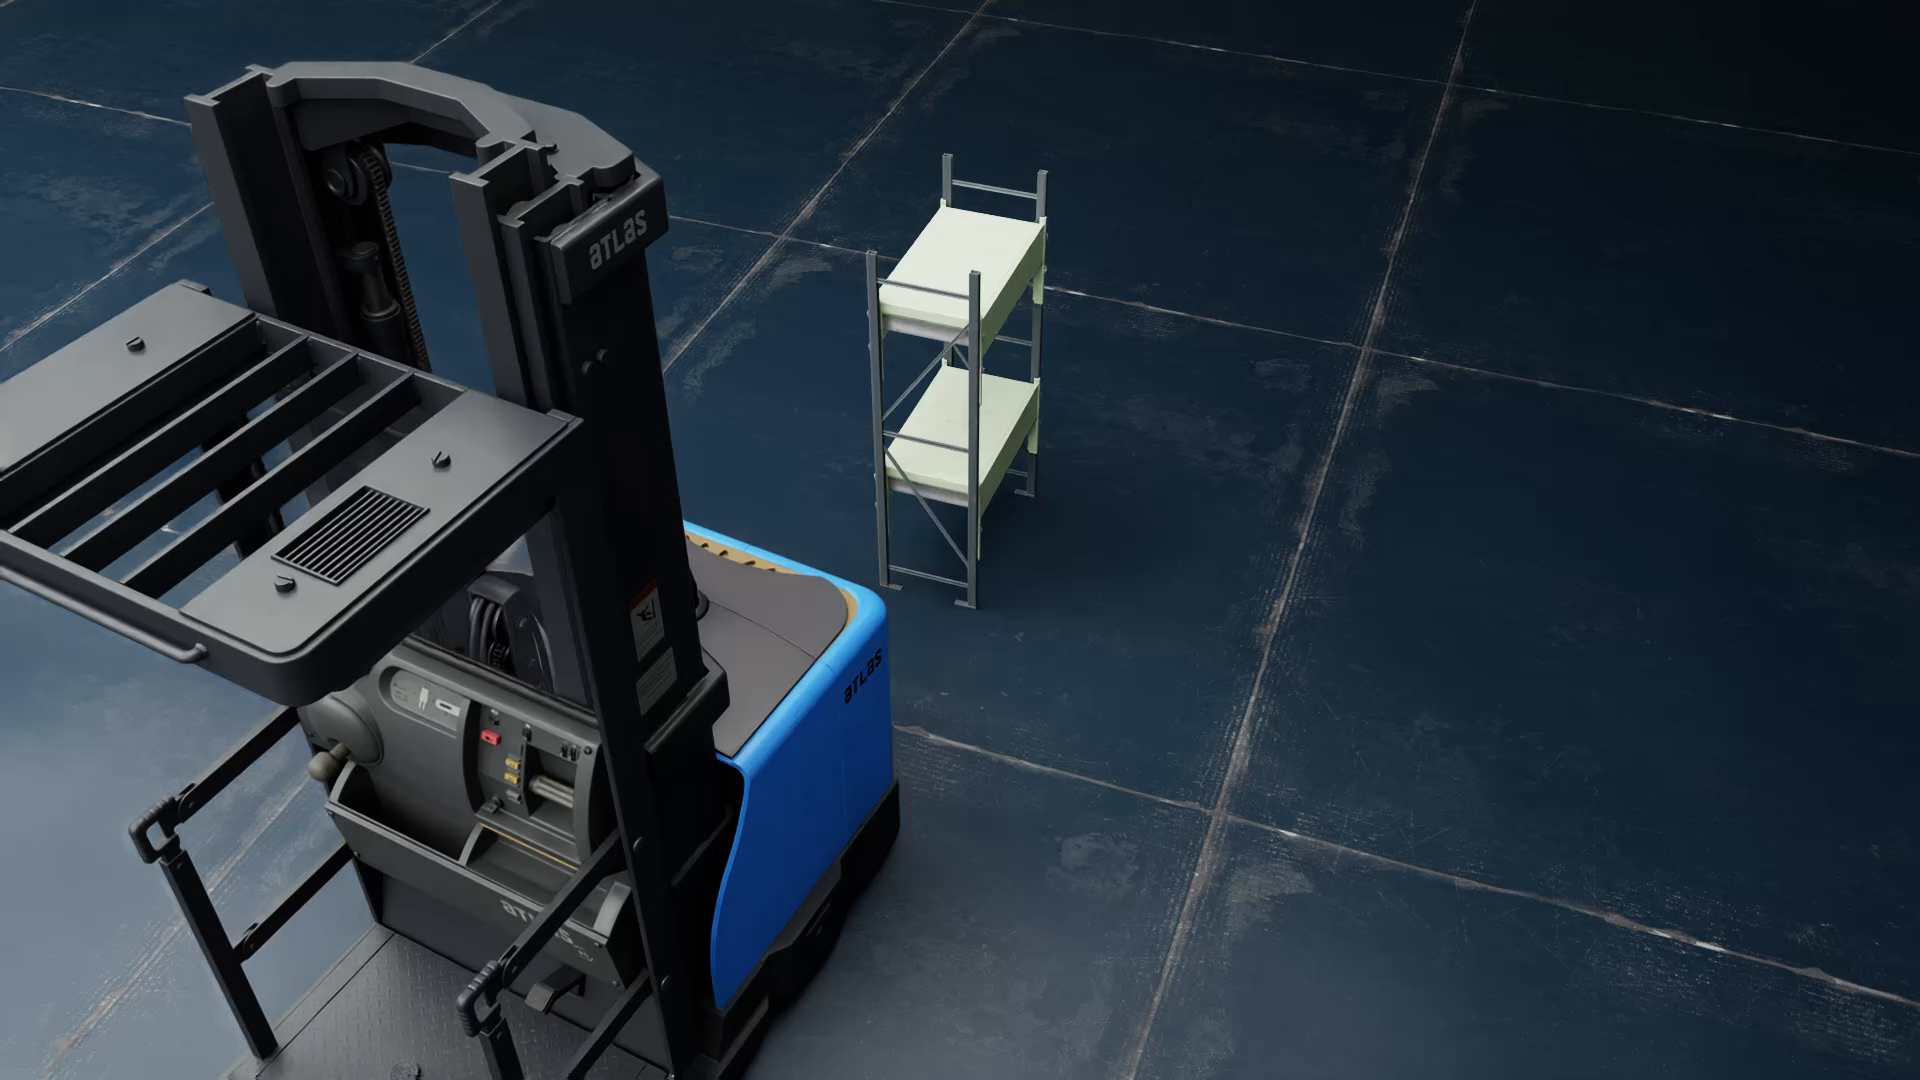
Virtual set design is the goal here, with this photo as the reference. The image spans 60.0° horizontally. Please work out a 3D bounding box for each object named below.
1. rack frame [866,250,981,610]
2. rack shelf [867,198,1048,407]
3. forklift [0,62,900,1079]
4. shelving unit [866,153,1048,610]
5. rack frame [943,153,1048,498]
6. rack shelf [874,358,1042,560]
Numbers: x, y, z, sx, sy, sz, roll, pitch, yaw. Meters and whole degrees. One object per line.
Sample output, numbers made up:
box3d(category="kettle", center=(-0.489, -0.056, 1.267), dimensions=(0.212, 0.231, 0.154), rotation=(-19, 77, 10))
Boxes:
box3d(category="rack frame", center=(-0.123, -0.351, 6.006), dimensions=(0.400, 1.500, 0.023), rotation=(13, 42, 15))
box3d(category="rack shelf", center=(0.002, -0.872, 6.015), dimensions=(0.431, 0.370, 0.720), rotation=(13, 42, 15))
box3d(category="forklift", center=(-1.341, 0.558, 3.838), dimensions=(1.130, 2.935, 3.031), rotation=(19, 44, 21))
box3d(category="shelving unit", center=(0.002, -0.575, 6.268), dimensions=(0.431, 1.500, 0.755), rotation=(13, 42, 15))
box3d(category="rack frame", center=(0.127, -0.798, 6.530), dimensions=(0.400, 1.500, 0.023), rotation=(13, 42, 15))
box3d(category="rack shelf", center=(0.002, -0.327, 6.480), dimensions=(0.431, 0.370, 0.720), rotation=(13, 42, 15))
